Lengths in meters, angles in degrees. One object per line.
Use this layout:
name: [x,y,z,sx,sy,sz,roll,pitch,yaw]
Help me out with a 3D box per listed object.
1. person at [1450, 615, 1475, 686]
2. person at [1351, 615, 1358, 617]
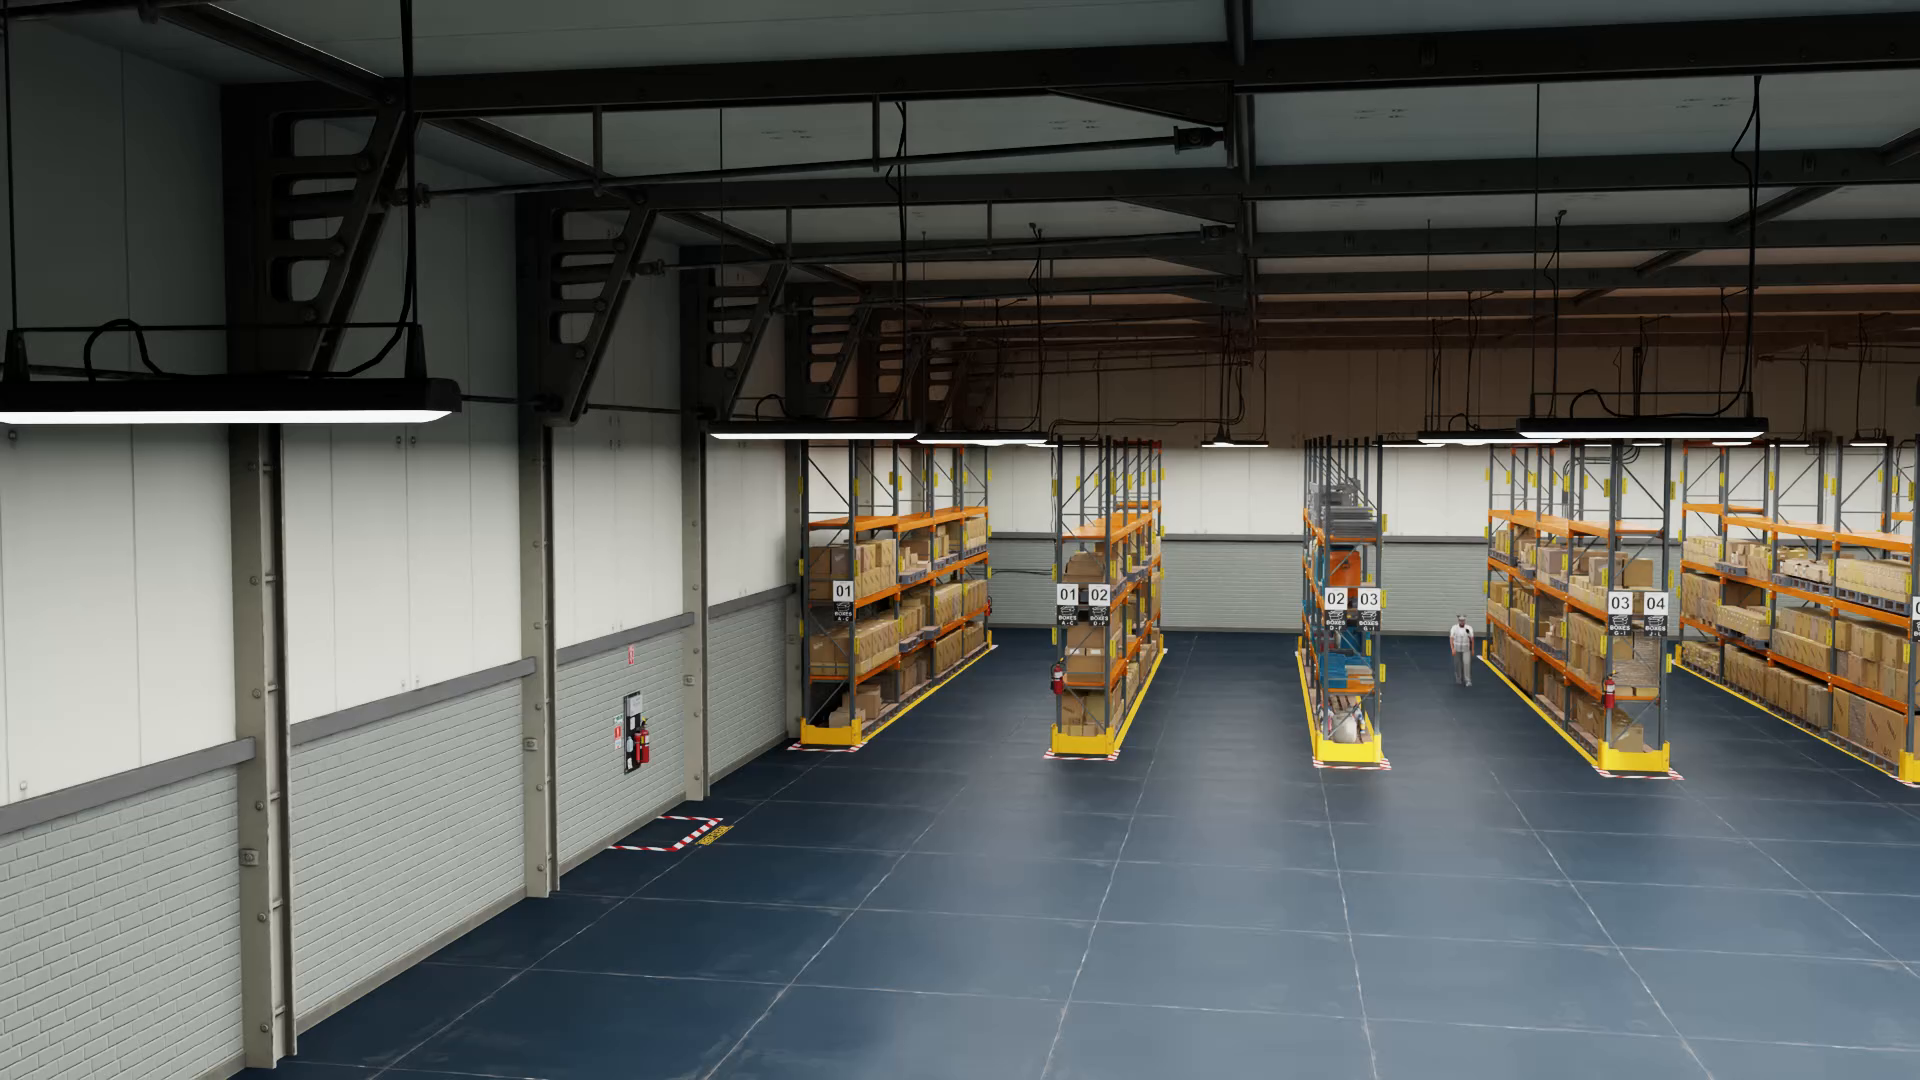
person: [12.162,2.658,40.279,0.578,1.718,0.962,1,3,19]
person: [11.289,2.329,47.318,0.590,1.801,0.510,-1,3,-11]
